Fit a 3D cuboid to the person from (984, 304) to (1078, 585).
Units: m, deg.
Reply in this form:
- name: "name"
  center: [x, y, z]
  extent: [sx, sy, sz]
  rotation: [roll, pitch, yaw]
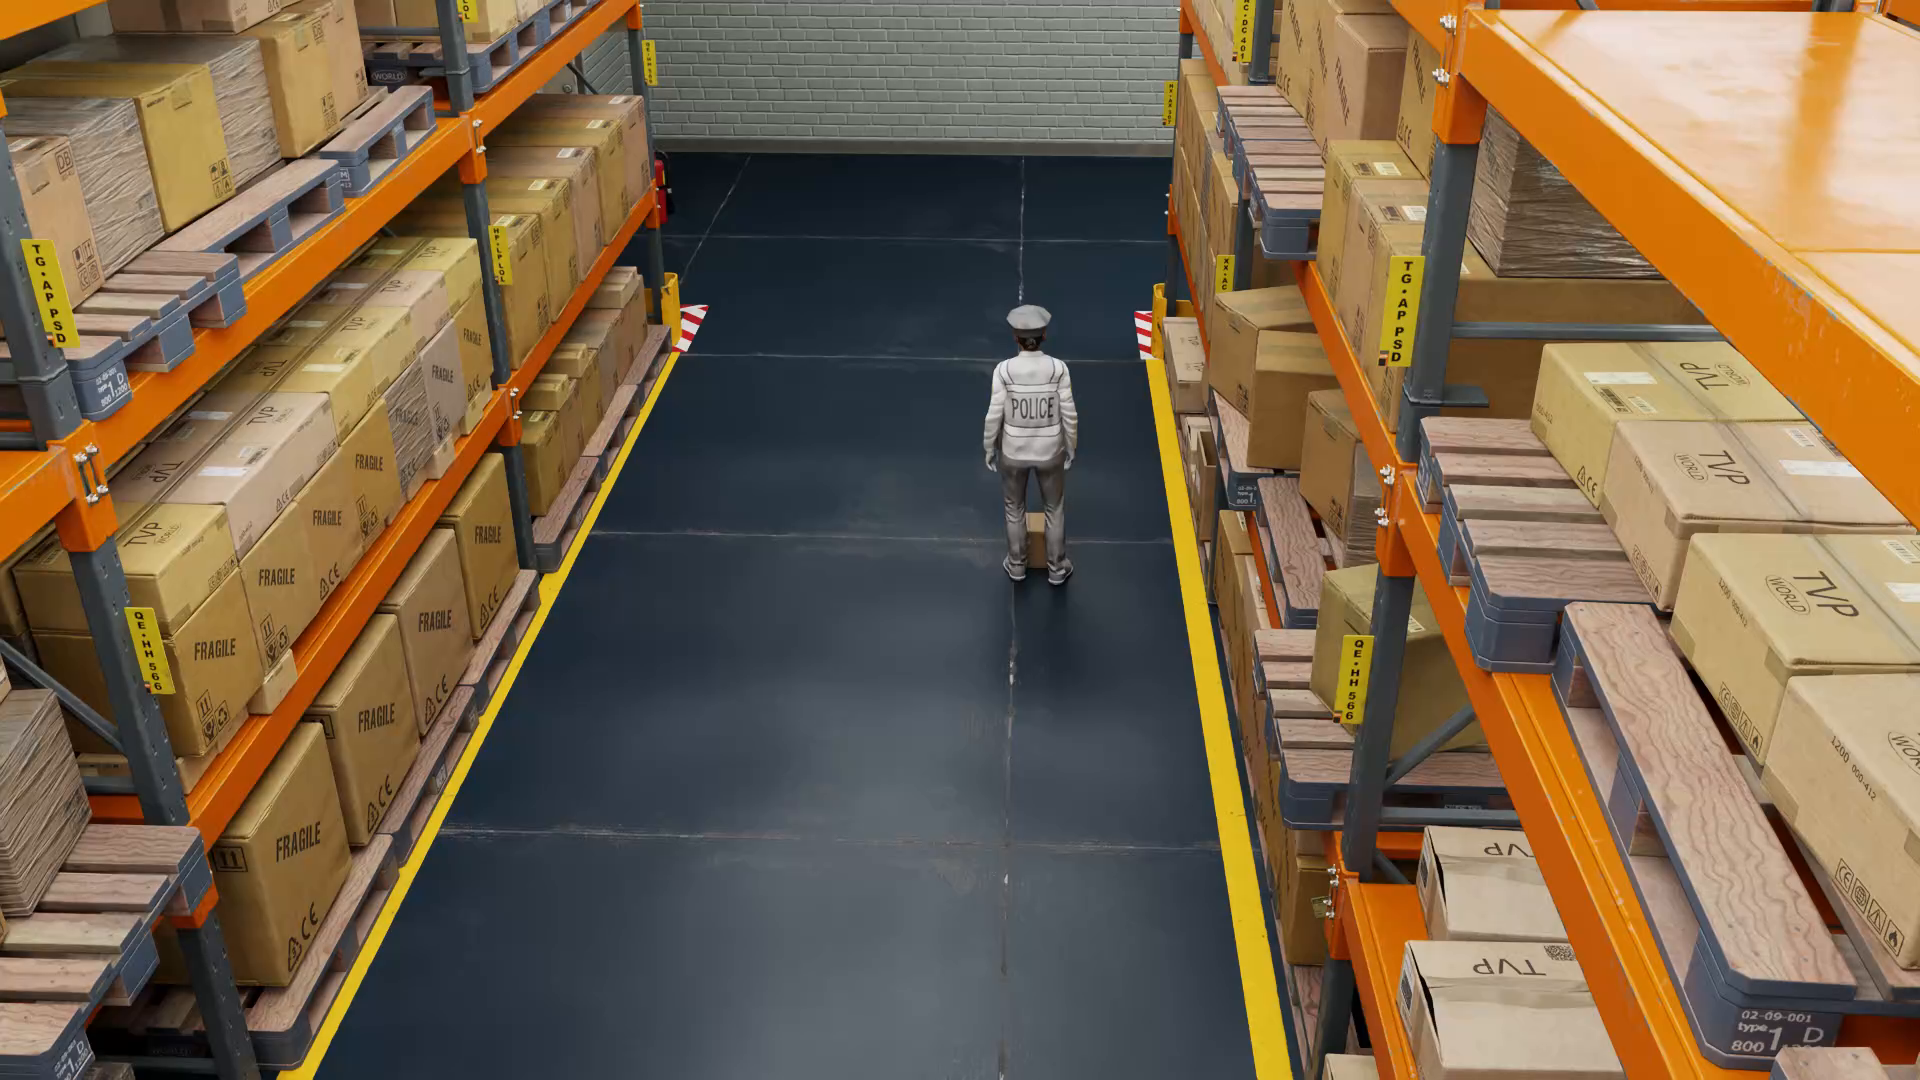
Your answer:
- name: "person"
  center: [0.408, -0.518, 9.584]
  extent: [0.544, 1.666, 0.407]
  rotation: [0, 28, 0]
